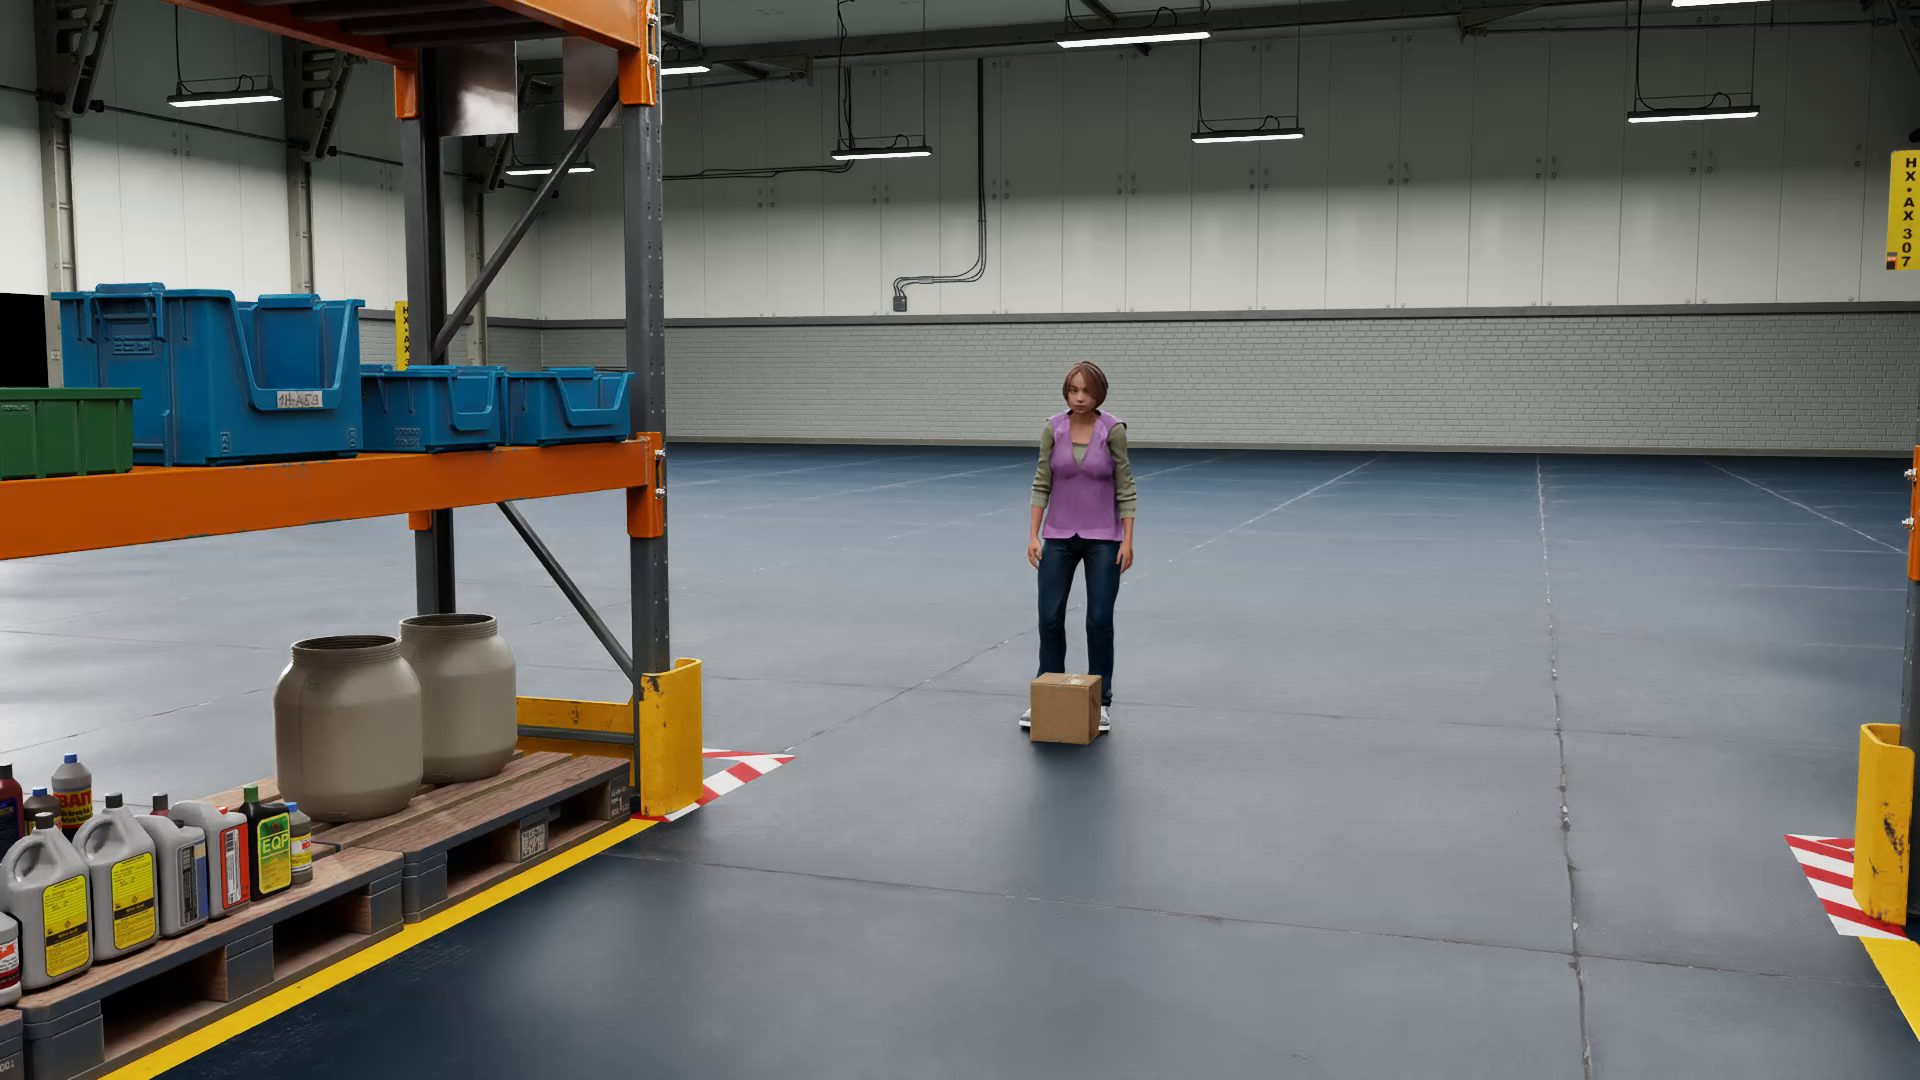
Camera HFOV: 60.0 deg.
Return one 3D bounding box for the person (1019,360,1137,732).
[{"bbox_3d":[0.521,0.023,7.212,0.485,1.593,0.342,1,6,15],"label":"person"}]
